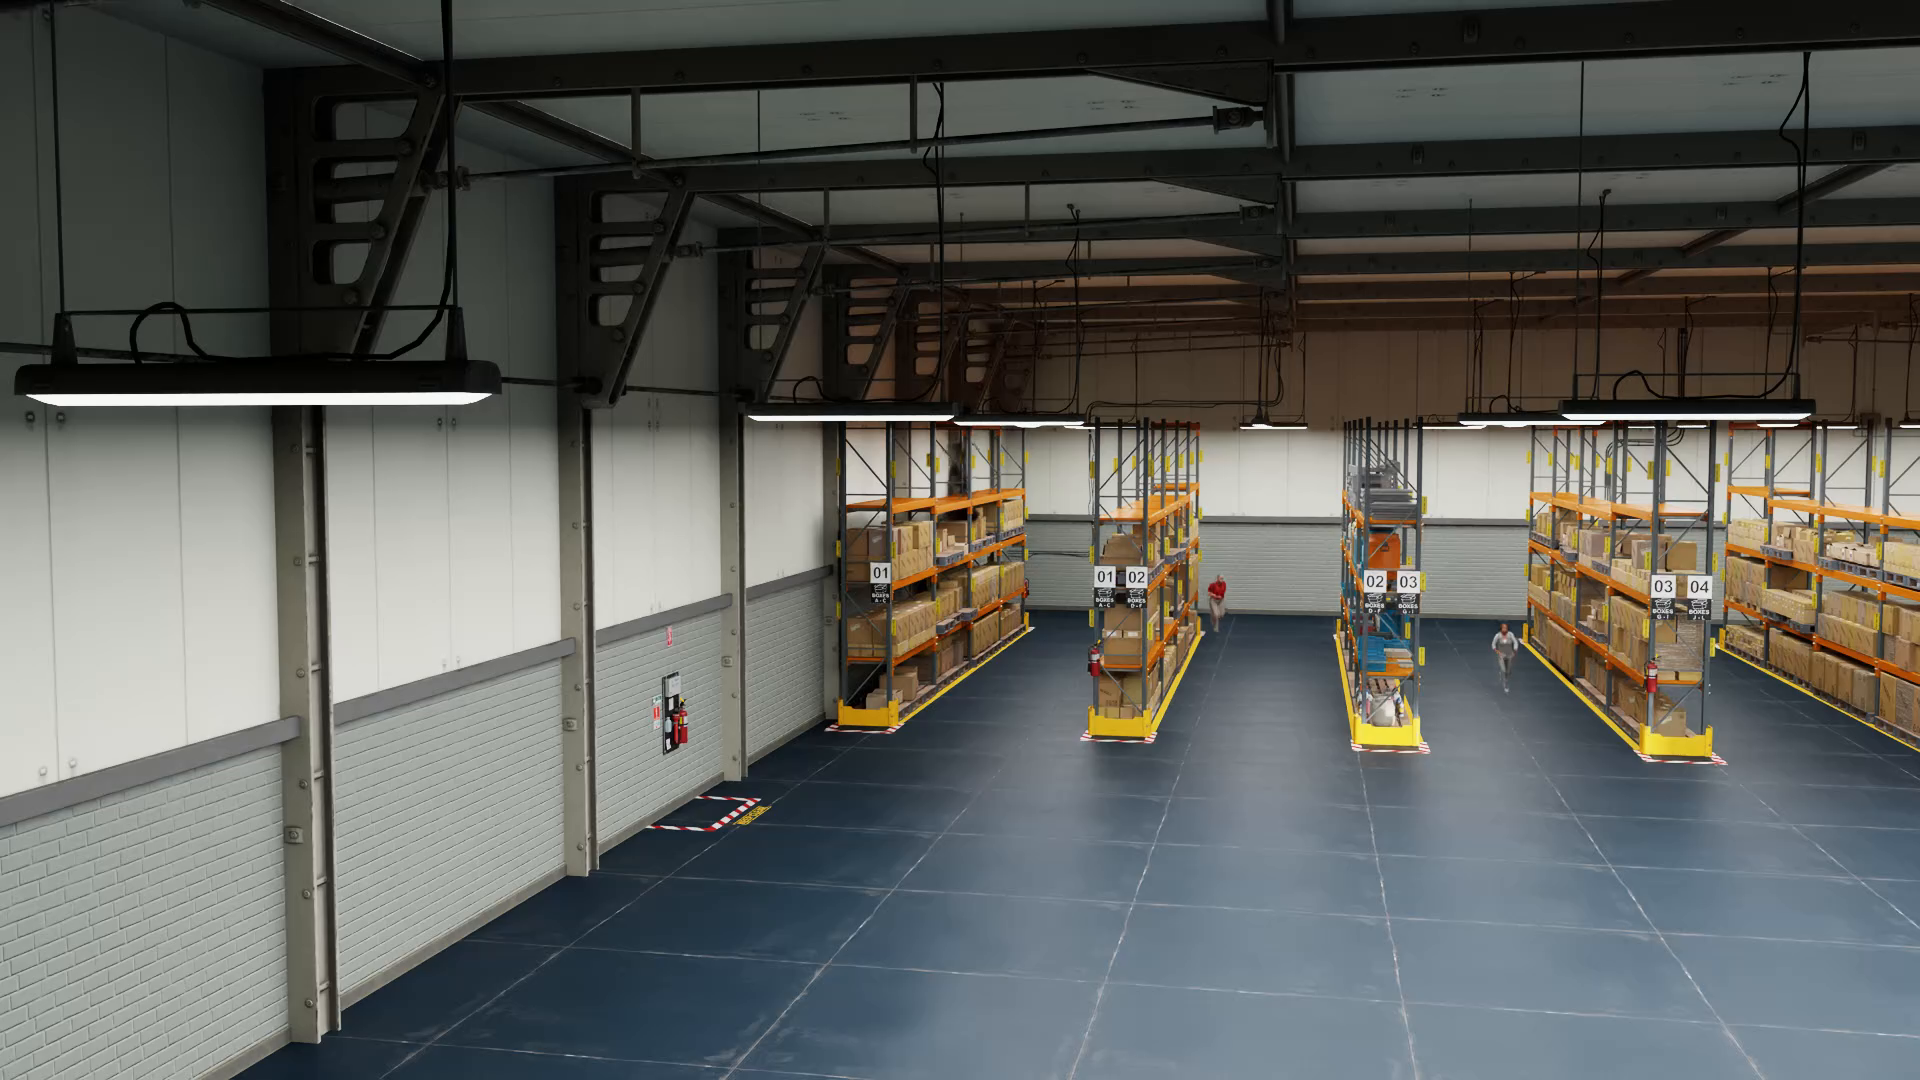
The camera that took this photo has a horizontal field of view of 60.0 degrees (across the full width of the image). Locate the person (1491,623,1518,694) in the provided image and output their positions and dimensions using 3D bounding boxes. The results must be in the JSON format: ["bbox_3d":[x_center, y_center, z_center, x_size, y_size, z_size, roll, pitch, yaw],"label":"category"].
[{"bbox_3d":[12.000,2.590,36.673,0.568,1.564,0.664,1,4,9],"label":"person"}]

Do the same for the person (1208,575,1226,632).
[{"bbox_3d":[7.385,1.822,47.709,0.651,1.679,0.738,-1,4,-19],"label":"person"}]

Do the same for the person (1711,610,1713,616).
[{"bbox_3d":[18.622,2.151,41.894,0.640,1.690,0.637,1,4,14],"label":"person"}]
